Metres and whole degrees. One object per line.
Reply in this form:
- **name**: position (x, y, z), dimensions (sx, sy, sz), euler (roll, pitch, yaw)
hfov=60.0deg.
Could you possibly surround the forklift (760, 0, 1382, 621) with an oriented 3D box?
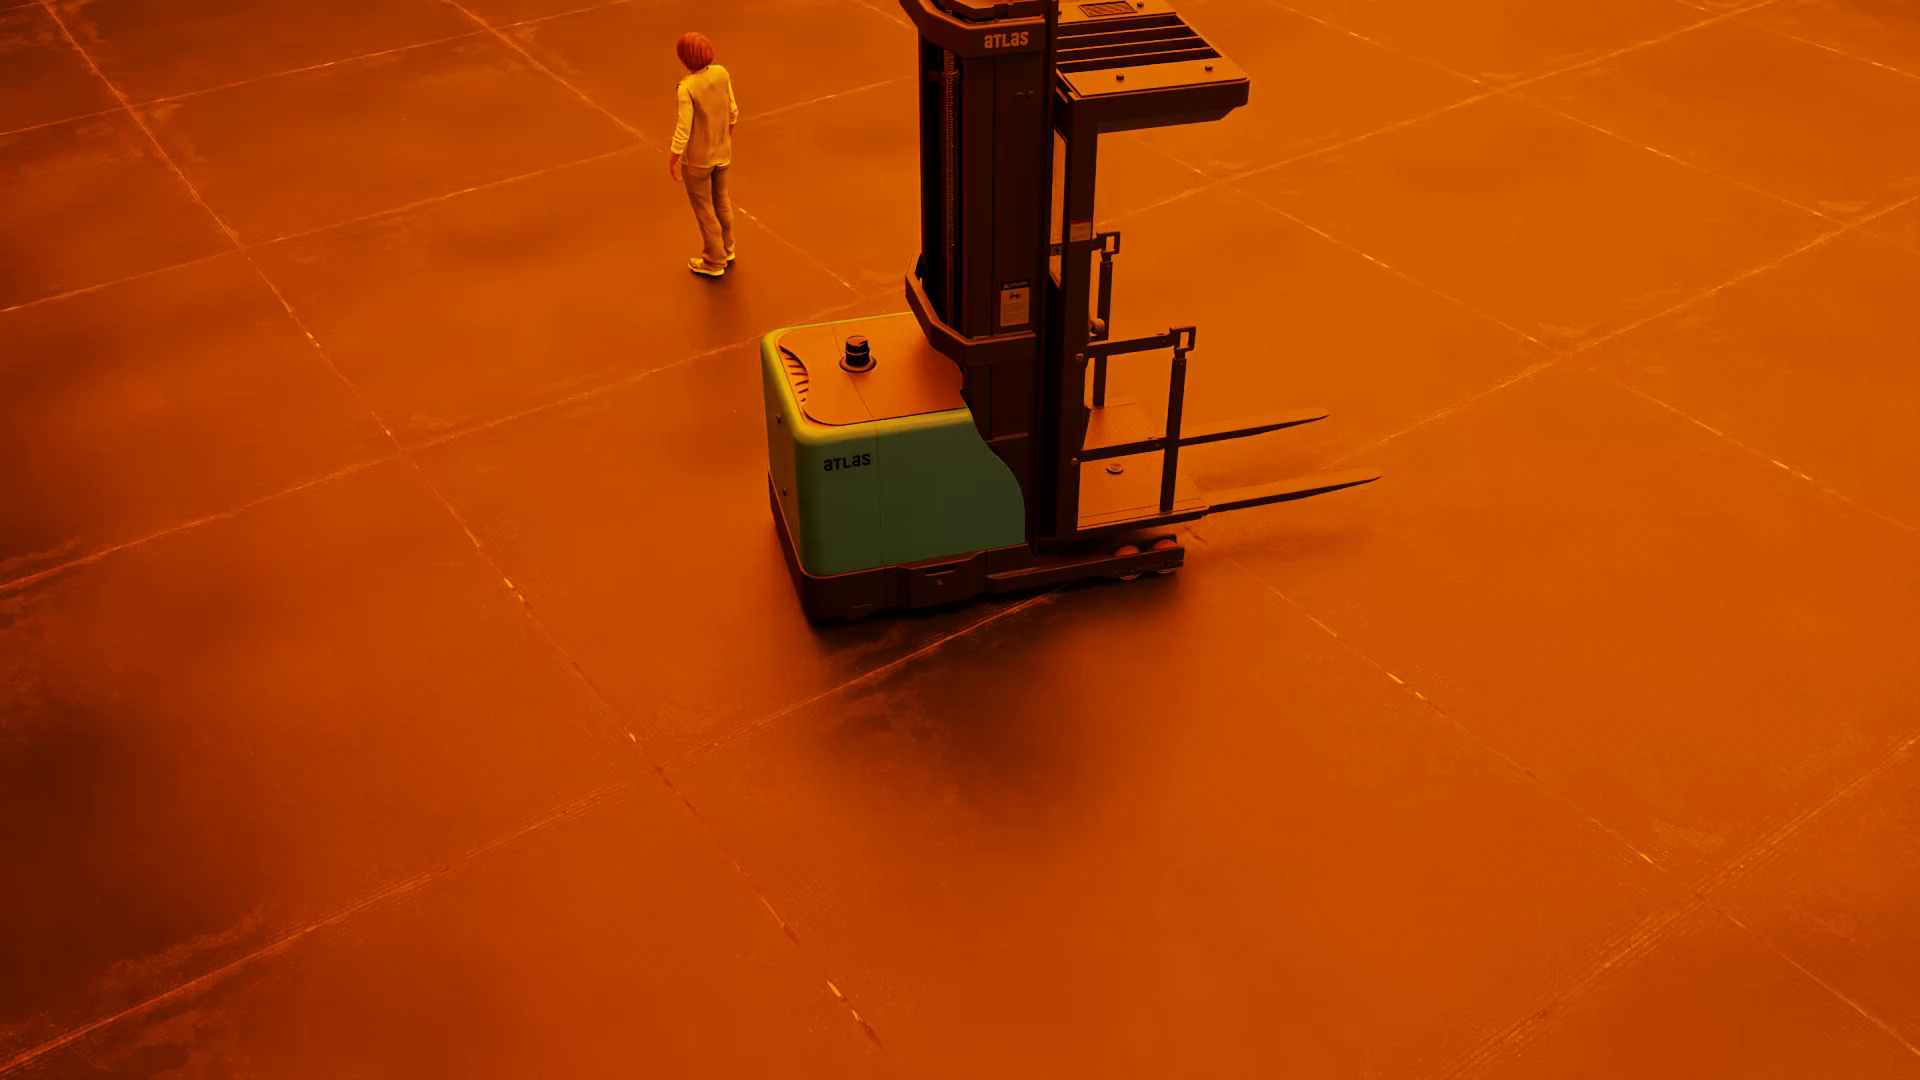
- **forklift**: position (0.606, -1.278, 7.673), dimensions (3.031, 2.935, 1.130), euler (-9, 37, -12)

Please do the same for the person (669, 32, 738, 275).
- **person**: position (-1.619, -2.390, 10.287), dimensions (0.474, 1.598, 0.519), euler (27, 44, 32)
